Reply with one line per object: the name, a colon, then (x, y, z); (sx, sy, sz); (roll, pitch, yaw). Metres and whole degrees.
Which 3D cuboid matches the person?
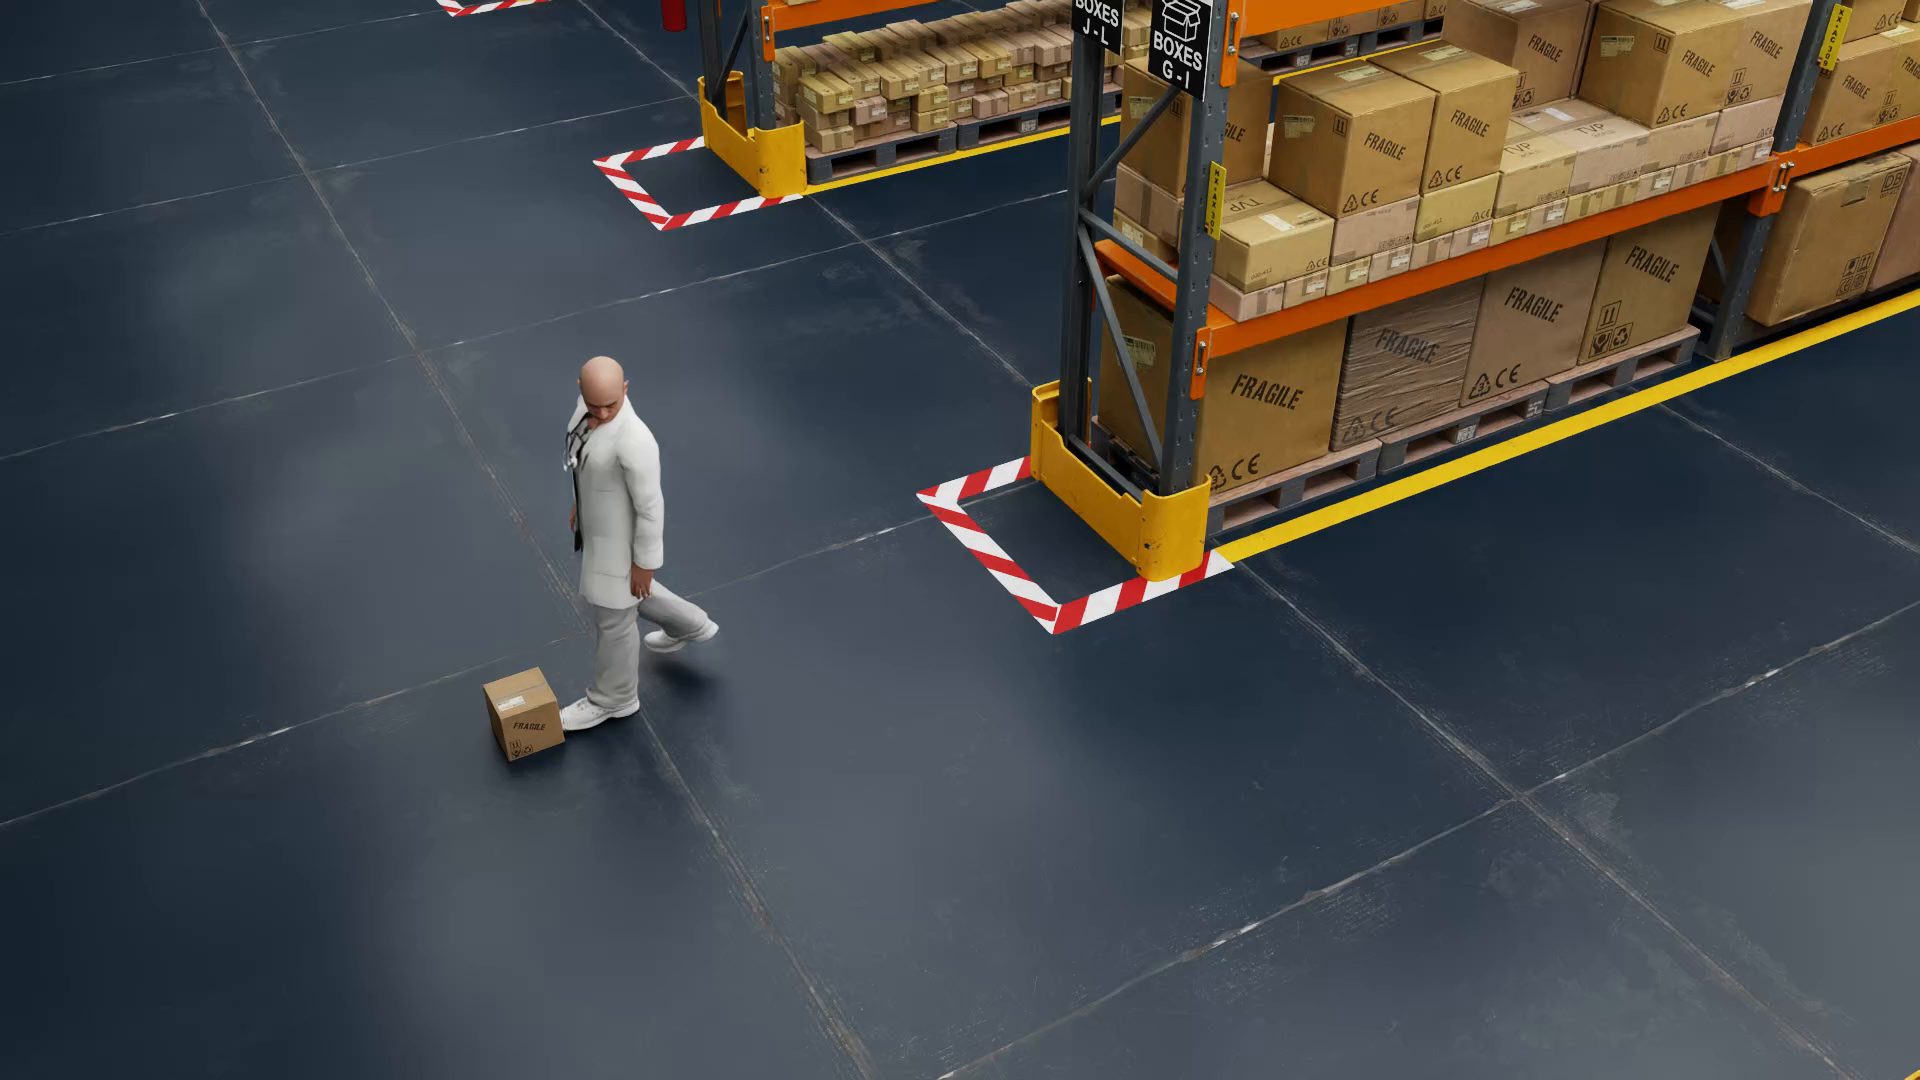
person: (-1.436, -0.026, 6.957); (0.800, 1.767, 0.631); (-14, 39, -18)
